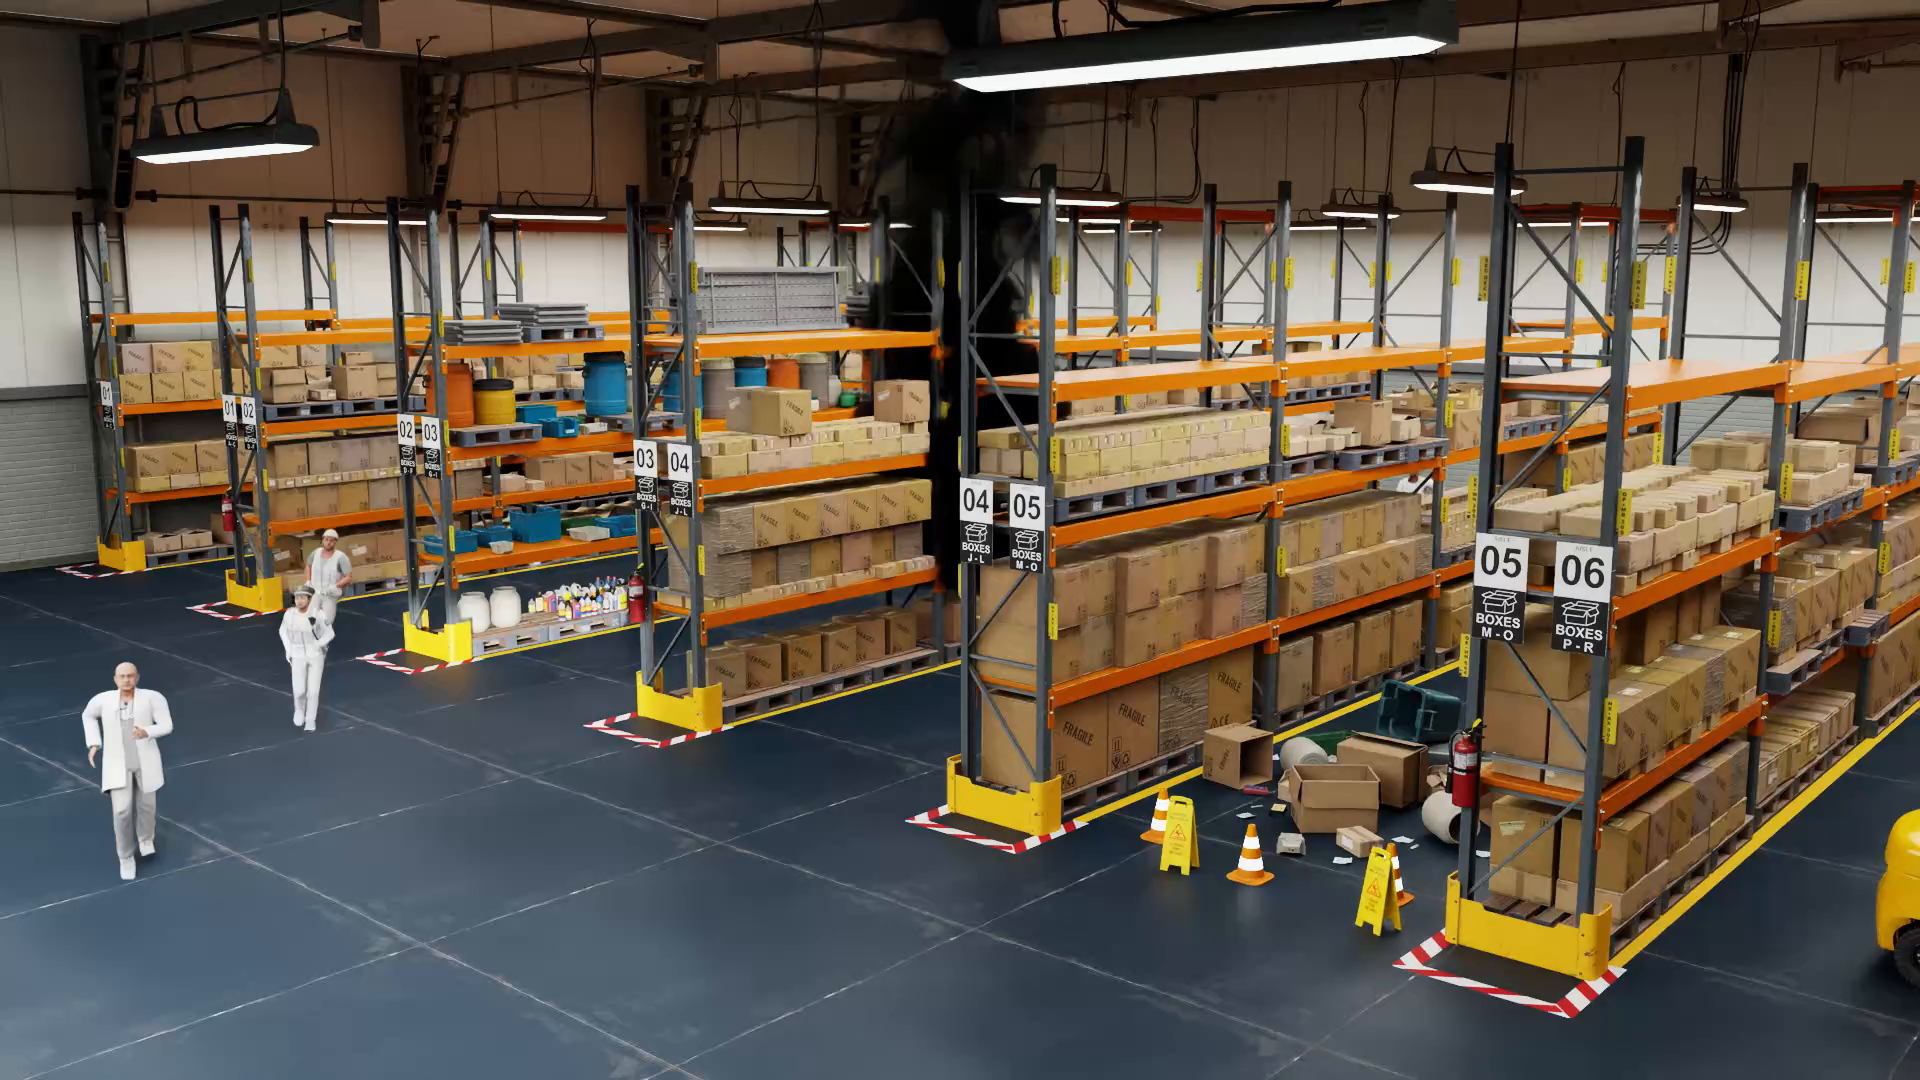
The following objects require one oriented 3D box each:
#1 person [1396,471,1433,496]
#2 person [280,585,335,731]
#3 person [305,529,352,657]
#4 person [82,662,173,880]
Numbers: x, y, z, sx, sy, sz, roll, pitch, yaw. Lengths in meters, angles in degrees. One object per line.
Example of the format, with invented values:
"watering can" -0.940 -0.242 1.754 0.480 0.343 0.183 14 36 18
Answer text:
"person" 7.864 -0.471 28.821 0.688 1.780 0.669 -9 13 -43
"person" -7.221 1.310 18.387 0.598 1.666 0.542 -2 10 -14
"person" -8.216 0.720 21.511 0.703 1.728 0.587 -1 10 -5
"person" -7.090 1.953 14.240 0.669 1.848 0.832 -5 11 -29
